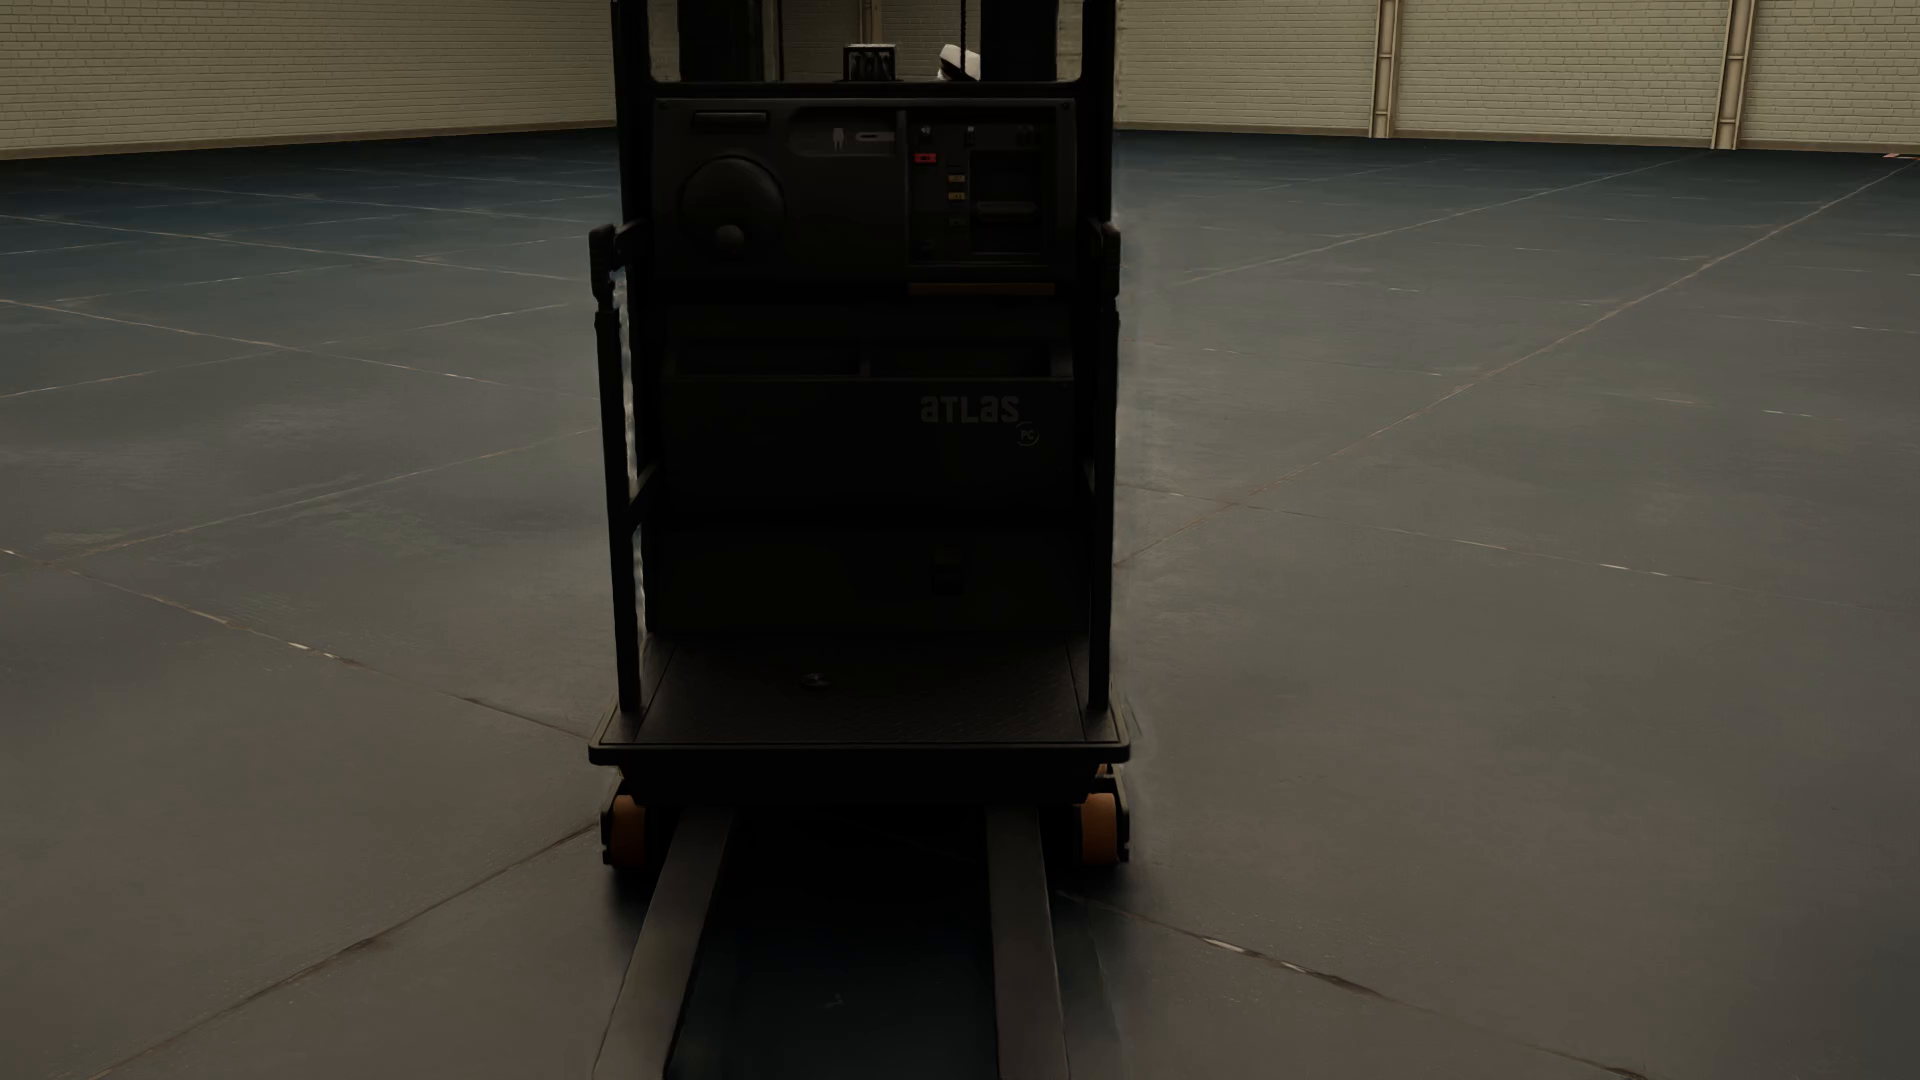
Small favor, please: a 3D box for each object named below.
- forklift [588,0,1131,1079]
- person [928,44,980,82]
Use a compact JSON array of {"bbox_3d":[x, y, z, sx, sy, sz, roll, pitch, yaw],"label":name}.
[{"bbox_3d":[-0.204,-0.784,3.453,1.130,2.935,3.031,0,17,0],"label":"forklift"},{"bbox_3d":[-0.053,-0.832,5.747,0.530,1.694,0.586,11,20,33],"label":"person"}]
